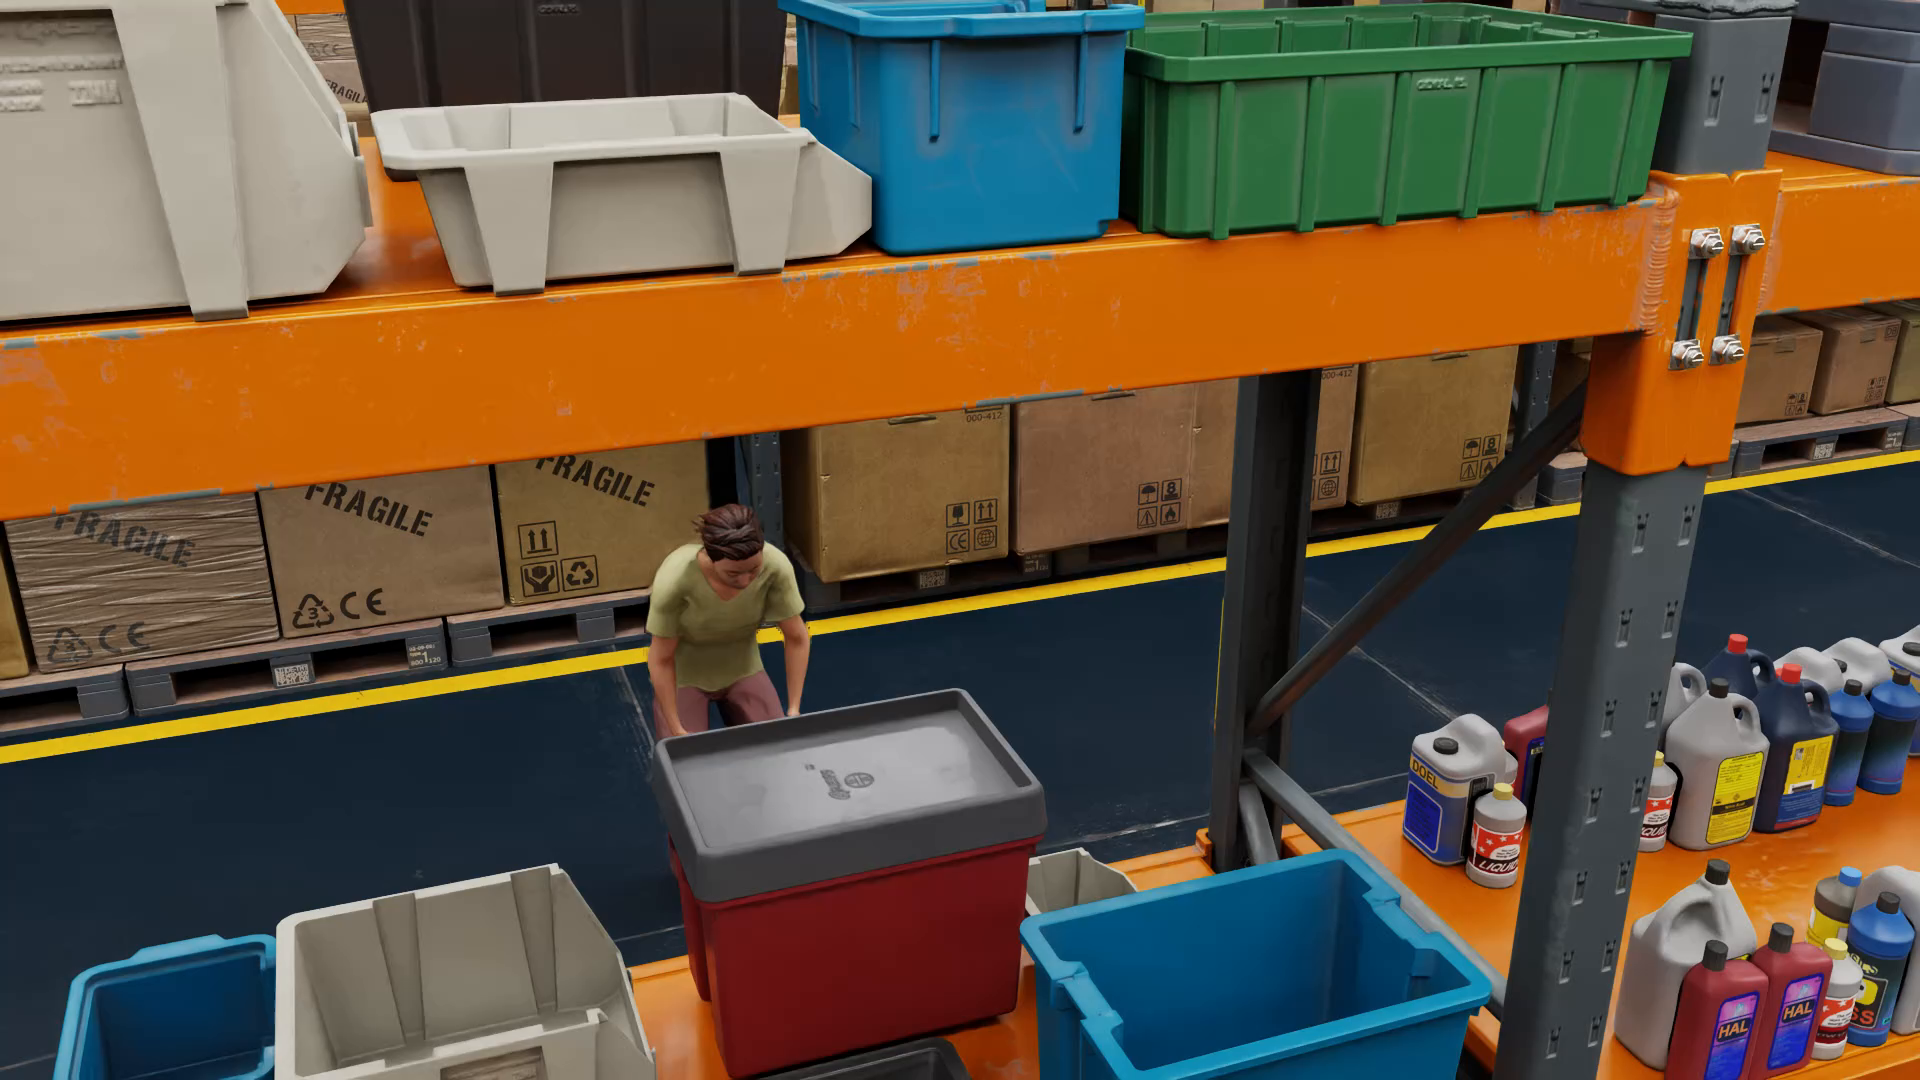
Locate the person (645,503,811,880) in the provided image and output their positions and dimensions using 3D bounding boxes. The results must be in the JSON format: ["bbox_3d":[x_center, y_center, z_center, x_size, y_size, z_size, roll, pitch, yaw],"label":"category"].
[{"bbox_3d":[-0.721,0.499,5.208,0.507,1.444,0.595,-8,24,-19],"label":"person"}]
